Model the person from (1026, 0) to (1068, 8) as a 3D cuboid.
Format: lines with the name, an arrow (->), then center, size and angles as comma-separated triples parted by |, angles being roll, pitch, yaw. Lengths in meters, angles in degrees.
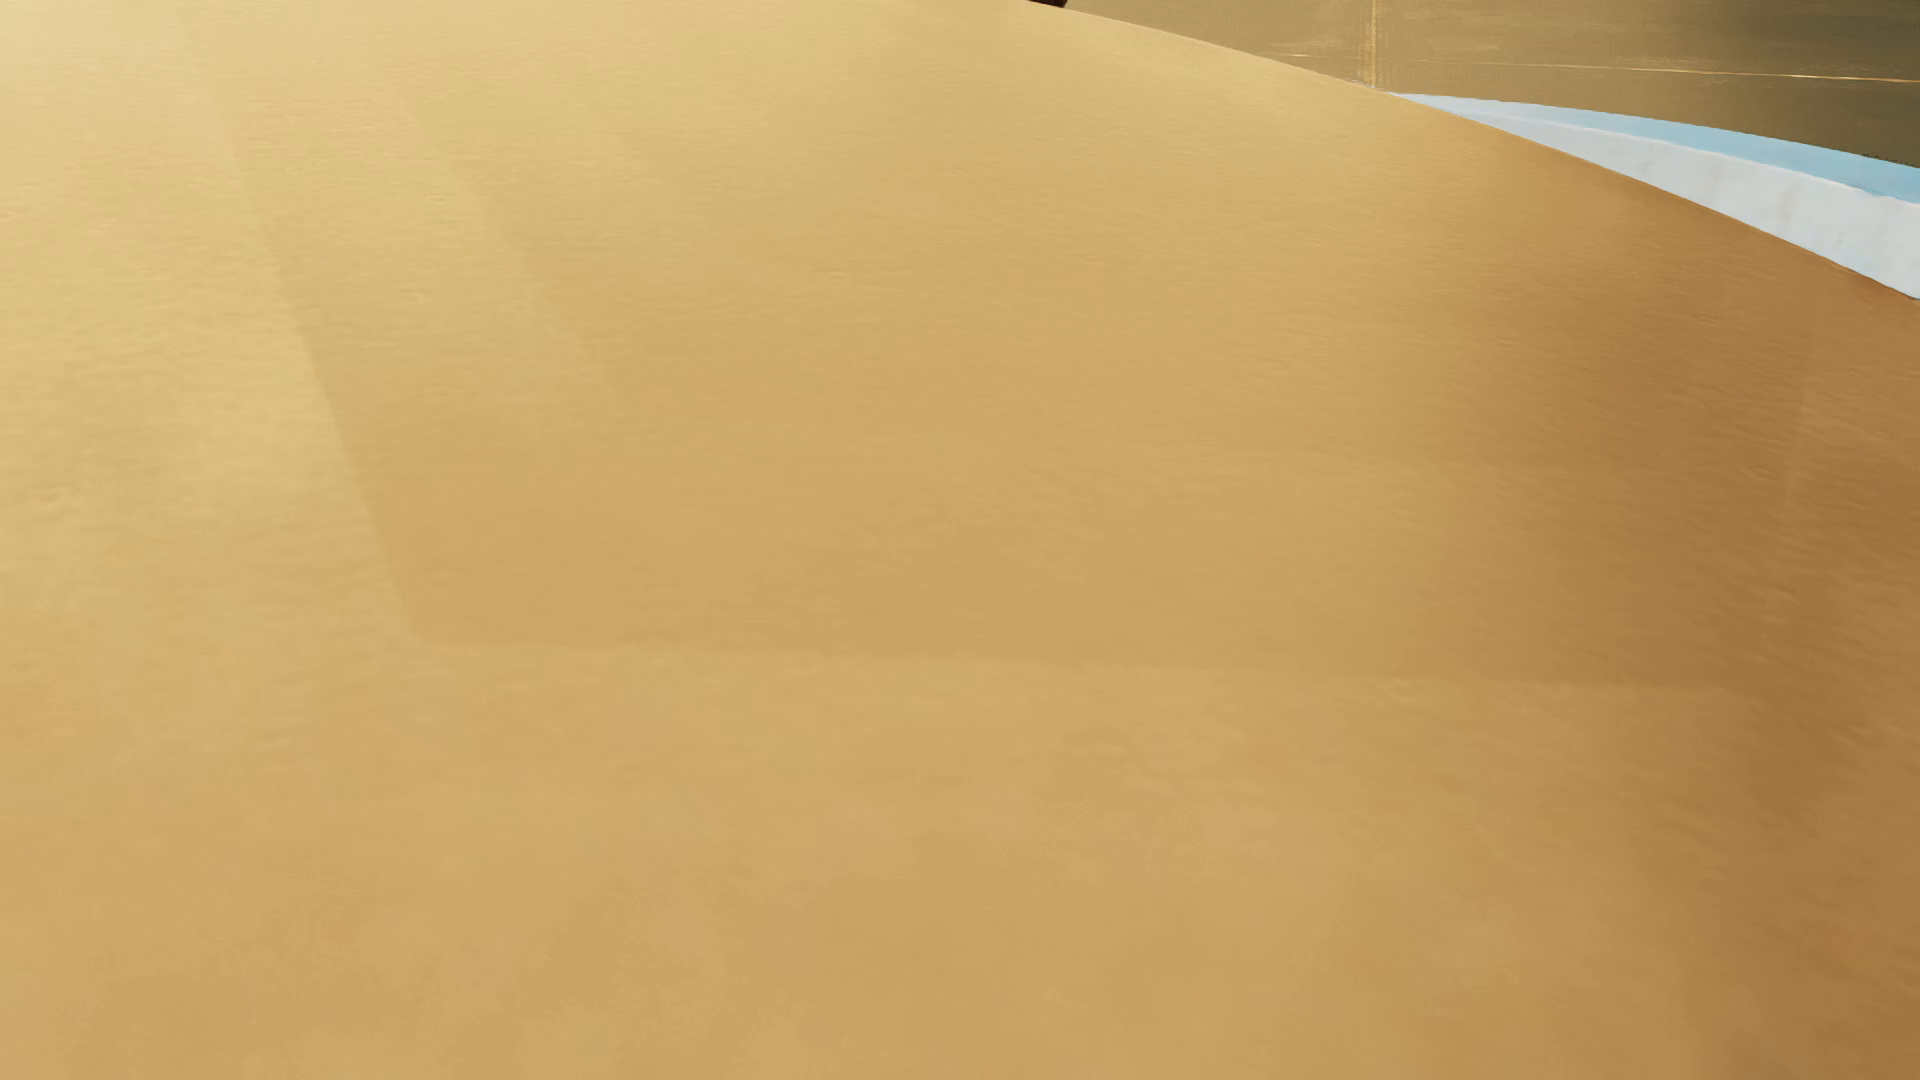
person -> -0.059, -0.785, 2.128 | 0.568, 1.720, 0.632 | 6, 27, 11
